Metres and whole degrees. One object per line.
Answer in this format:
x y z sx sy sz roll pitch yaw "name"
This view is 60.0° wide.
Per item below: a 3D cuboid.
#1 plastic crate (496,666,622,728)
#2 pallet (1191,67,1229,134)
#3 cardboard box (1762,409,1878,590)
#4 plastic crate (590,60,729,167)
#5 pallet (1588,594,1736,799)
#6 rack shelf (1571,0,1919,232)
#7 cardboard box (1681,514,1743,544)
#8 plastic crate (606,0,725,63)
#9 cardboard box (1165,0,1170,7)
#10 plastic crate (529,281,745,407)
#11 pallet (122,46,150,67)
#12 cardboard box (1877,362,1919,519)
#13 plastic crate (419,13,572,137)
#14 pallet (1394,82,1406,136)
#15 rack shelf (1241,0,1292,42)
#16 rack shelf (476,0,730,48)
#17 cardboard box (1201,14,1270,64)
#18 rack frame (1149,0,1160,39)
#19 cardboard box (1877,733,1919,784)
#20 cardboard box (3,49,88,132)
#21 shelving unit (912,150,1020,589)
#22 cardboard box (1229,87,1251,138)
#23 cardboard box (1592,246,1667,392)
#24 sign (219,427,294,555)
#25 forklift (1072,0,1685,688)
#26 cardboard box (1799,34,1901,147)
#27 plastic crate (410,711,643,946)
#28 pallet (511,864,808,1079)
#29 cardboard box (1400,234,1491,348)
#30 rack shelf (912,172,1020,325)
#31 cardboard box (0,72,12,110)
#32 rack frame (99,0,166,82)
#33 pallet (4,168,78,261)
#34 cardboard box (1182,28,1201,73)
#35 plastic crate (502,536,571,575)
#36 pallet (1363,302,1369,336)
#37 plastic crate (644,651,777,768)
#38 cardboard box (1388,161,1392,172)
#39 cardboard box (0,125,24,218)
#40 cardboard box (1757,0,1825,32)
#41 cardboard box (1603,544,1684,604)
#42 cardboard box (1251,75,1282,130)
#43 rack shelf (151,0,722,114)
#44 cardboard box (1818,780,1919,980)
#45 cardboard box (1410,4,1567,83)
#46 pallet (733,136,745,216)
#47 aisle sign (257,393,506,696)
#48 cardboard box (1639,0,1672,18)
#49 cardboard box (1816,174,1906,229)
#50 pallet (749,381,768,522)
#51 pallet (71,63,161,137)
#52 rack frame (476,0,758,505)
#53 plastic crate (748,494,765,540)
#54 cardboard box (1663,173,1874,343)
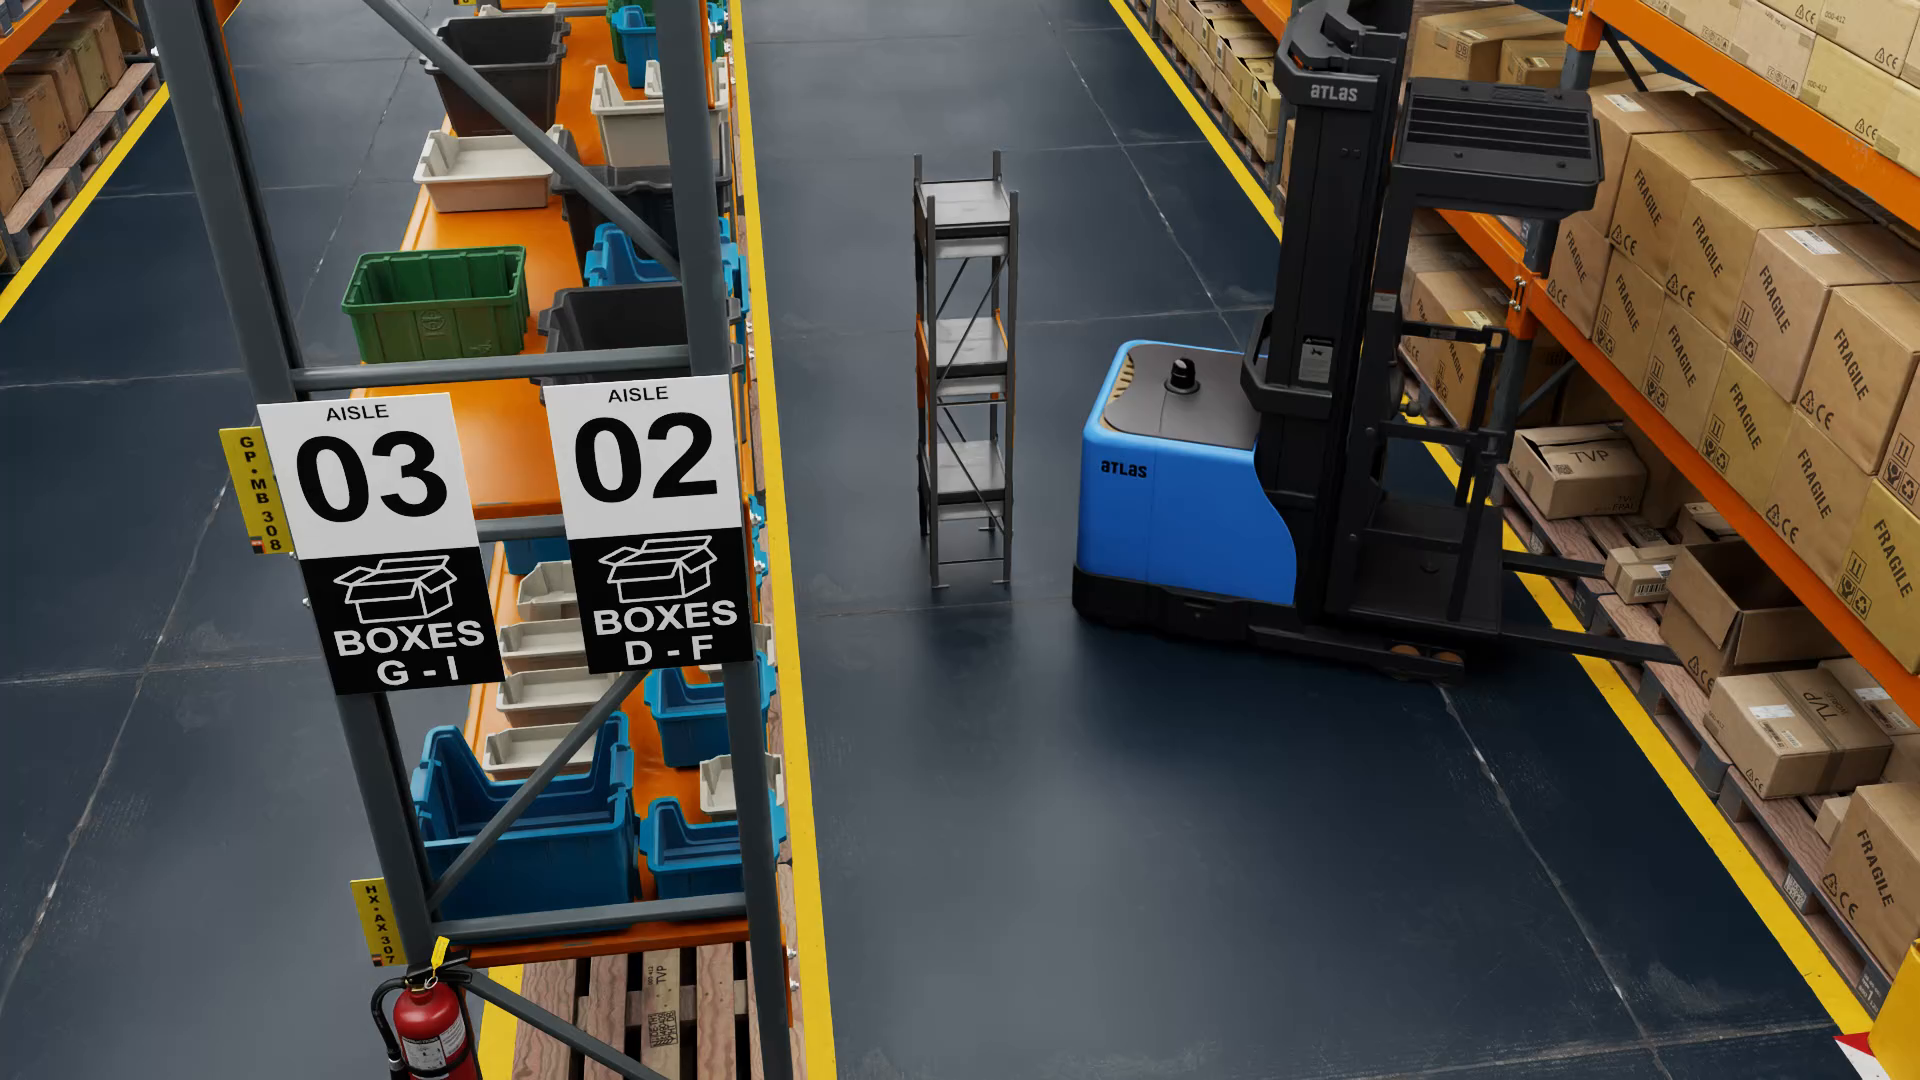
-1.315 0.519 5.505 0.396 0.136 0.243 -4 35 -6 "plastic crate"
2.599 -3.787 14.120 1.003 0.211 1.213 -4 35 -6 "pallet"
3.443 -0.172 6.250 0.500 0.500 0.500 -4 34 -6 "cardboard box"
-0.994 -1.411 5.599 0.437 0.282 0.530 -4 35 -6 "plastic crate"
3.628 0.652 7.606 1.003 0.211 1.213 -4 35 -6 "pallet"
3.638 -1.392 6.104 1.077 0.370 4.000 -4 35 -6 "rack shelf"
3.828 0.079 7.968 0.500 0.311 0.500 -4 35 -6 "cardboard box"
-1.183 -2.131 6.738 0.450 0.188 0.662 -4 35 -6 "plastic crate"
2.102 -5.050 15.067 0.500 0.311 0.500 -4 35 -6 "cardboard box"
-0.777 -0.382 4.099 0.497 0.269 0.590 -4 35 -6 "plastic crate"
-7.649 -4.502 15.168 1.003 0.211 1.213 -4 35 -6 "pallet"
3.506 -0.297 5.546 0.500 0.500 0.500 -3 34 -5 "cardboard box"
-1.644 -1.664 5.981 0.497 0.269 0.590 -4 35 -6 "plastic crate"
3.098 -2.634 10.121 1.003 0.211 1.213 -4 35 -6 "pallet"
2.563 -4.617 13.500 1.077 0.370 4.000 -4 35 -6 "rack shelf"
-1.808 -3.251 8.832 1.077 0.370 4.000 -4 35 -6 "rack shelf"
2.310 -4.192 13.808 0.500 0.311 0.500 -3 34 -5 "cardboard box"
2.294 -6.030 14.935 1.000 3.000 0.127 -4 35 -6 "rack frame"
4.048 1.017 6.645 0.500 0.250 0.500 -4 35 -6 "cardboard box"
-7.341 -3.507 13.061 0.700 0.500 0.500 -7 35 -10 "cardboard box"
0.022 -0.775 8.023 0.431 2.100 0.503 -4 35 -6 "shelving unit"
2.446 -3.398 13.141 0.500 0.250 0.500 -5 35 -7 "cardboard box"
3.240 -1.017 7.489 0.500 0.500 0.500 -4 34 -6 "cardboard box"
-1.544 -0.106 3.671 0.100 0.325 0.005 -4 35 -6 "sign"
2.125 -0.857 7.405 3.031 2.935 1.130 9 35 13 "forklift"
3.389 -1.616 5.927 0.500 0.250 0.500 -4 35 -6 "cardboard box"
-1.232 0.827 4.788 0.616 0.435 0.499 -4 35 -6 "plastic crate"
-1.074 1.729 6.026 1.003 0.211 1.213 -4 35 -6 "pallet"
2.894 -1.525 10.153 0.500 0.500 0.500 -4 34 -6 "cardboard box"
0.022 -1.342 7.637 0.431 0.518 0.480 -4 35 -6 "rack shelf"
-7.187 -3.175 11.909 0.500 0.250 0.500 -1 34 -1 "cardboard box"
-7.523 -5.282 13.837 1.000 3.000 0.127 -4 35 -6 "rack frame"
-7.089 -2.334 11.987 1.003 0.211 1.213 -4 35 -6 "pallet"
2.242 -4.249 14.390 0.500 0.250 0.500 -5 35 -8 "cardboard box"
-1.532 -0.043 6.245 0.416 0.233 0.300 -4 35 -6 "plastic crate"
3.055 -1.547 10.832 1.003 0.211 1.213 -4 35 -6 "pallet"
-0.797 0.554 5.369 0.416 0.233 0.300 -4 35 -6 "plastic crate"
2.686 -2.379 11.407 0.500 0.500 0.500 -6 35 -8 "cardboard box"
-7.095 -2.571 11.688 0.700 0.500 0.500 -6 35 -9 "cardboard box"
3.313 -2.101 6.195 0.500 0.250 0.500 -4 35 -6 "cardboard box"
3.338 0.156 7.983 0.380 0.166 0.250 -4 35 -6 "cardboard box"
2.517 -3.341 12.559 0.500 0.311 0.500 -3 34 -5 "cardboard box"
-1.270 -2.093 4.825 1.077 0.370 4.000 -4 35 -6 "rack shelf"
3.590 1.233 6.106 0.500 0.500 0.500 -4 35 -6 "cardboard box"
3.071 -2.762 9.677 0.700 0.500 0.500 -13 36 -18 "cardboard box"
-2.143 -2.708 12.536 1.003 0.211 1.213 -4 35 -6 "pallet"
-1.282 0.028 3.738 0.394 0.787 0.004 -4 35 -6 "aisle sign"
3.190 -2.453 7.156 0.500 0.250 0.500 -4 35 -6 "cardboard box"
3.833 -1.191 6.857 0.500 0.500 0.500 -4 34 -6 "cardboard box"
-1.602 -0.474 9.258 1.003 0.211 1.213 -4 35 -6 "pallet"
-7.417 -3.695 13.985 1.003 0.211 1.213 -4 35 -6 "pallet"
-1.539 -1.193 7.837 1.000 3.000 0.127 -4 35 -6 "rack frame"
-0.926 0.019 6.154 0.416 0.233 0.300 -4 35 -6 "plastic crate"
3.293 -1.161 6.814 0.500 0.500 0.500 -5 35 -8 "cardboard box"
